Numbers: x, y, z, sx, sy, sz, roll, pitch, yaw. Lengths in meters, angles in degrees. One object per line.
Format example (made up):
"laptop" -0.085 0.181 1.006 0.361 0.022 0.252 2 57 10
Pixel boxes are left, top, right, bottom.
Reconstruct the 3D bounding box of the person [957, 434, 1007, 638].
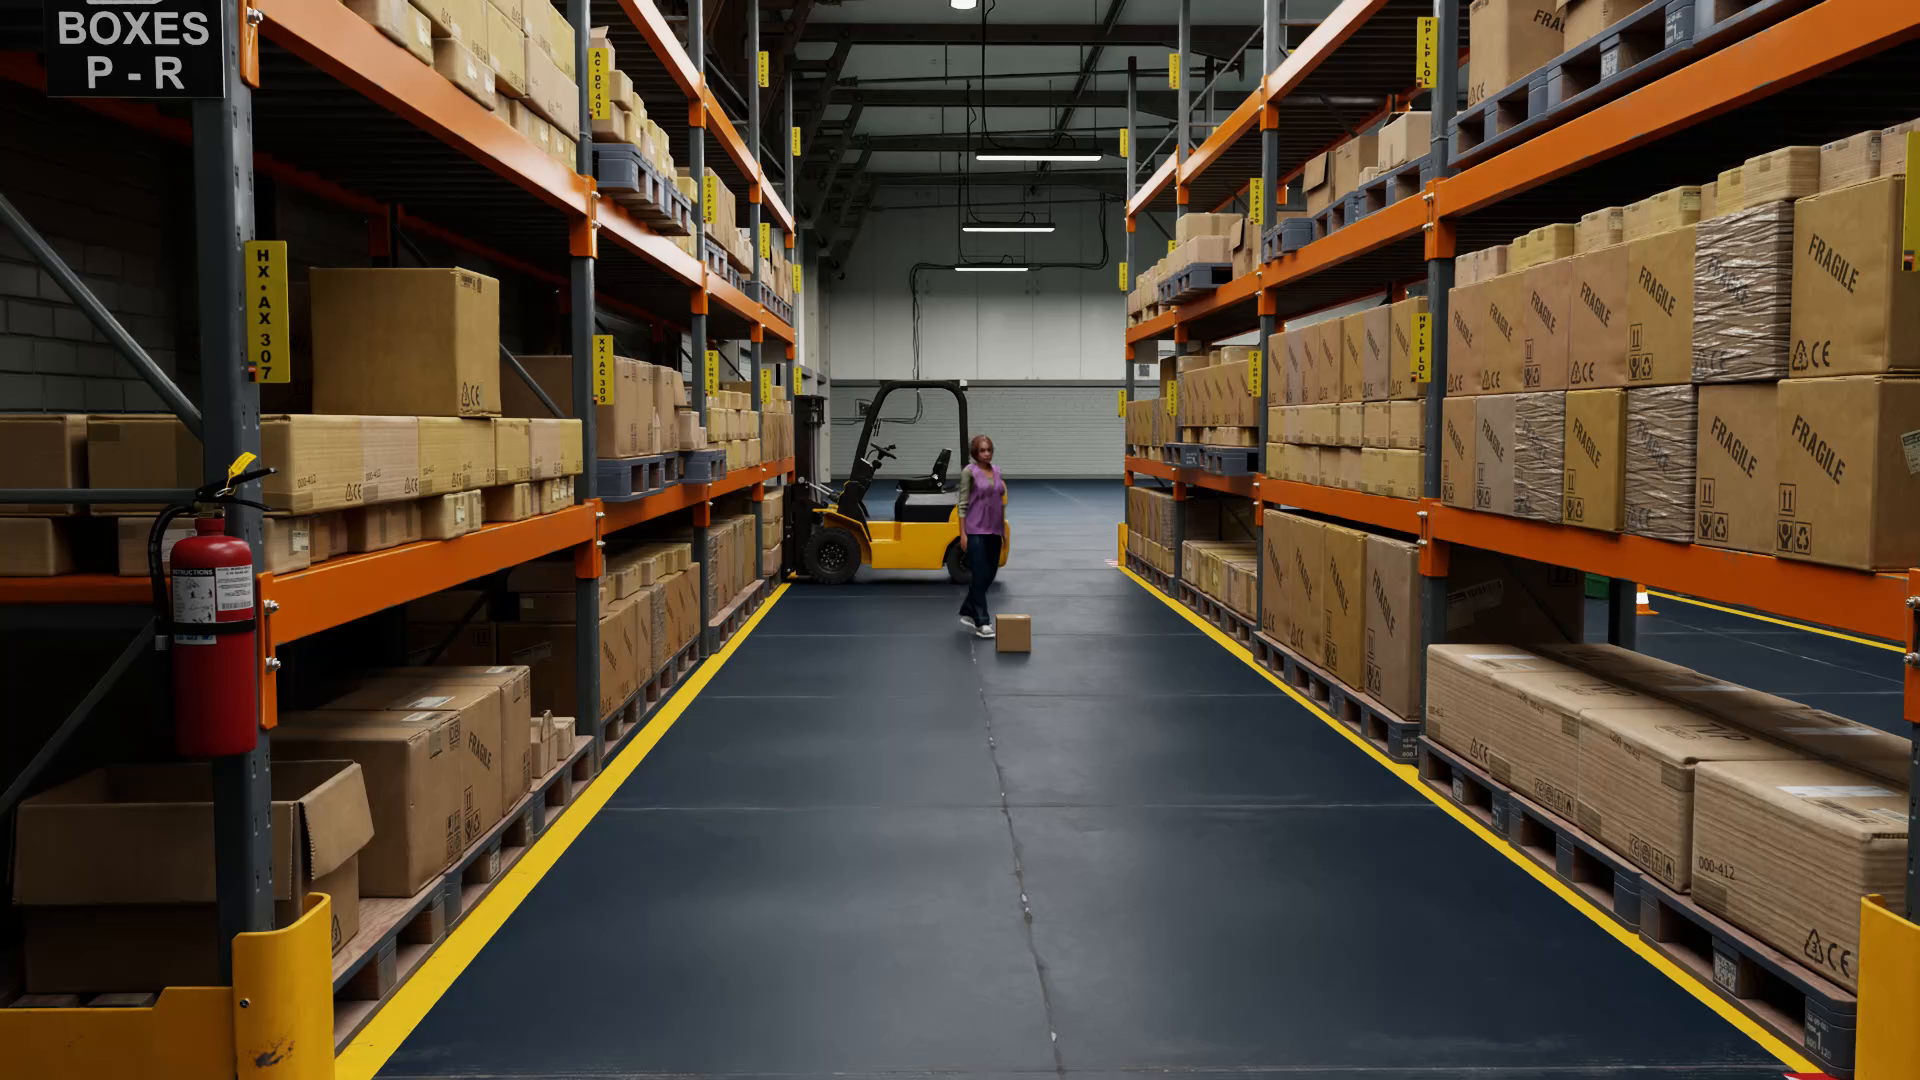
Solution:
"person" 0.161 -0.039 13.228 0.430 1.600 0.557 -3 5 -38
